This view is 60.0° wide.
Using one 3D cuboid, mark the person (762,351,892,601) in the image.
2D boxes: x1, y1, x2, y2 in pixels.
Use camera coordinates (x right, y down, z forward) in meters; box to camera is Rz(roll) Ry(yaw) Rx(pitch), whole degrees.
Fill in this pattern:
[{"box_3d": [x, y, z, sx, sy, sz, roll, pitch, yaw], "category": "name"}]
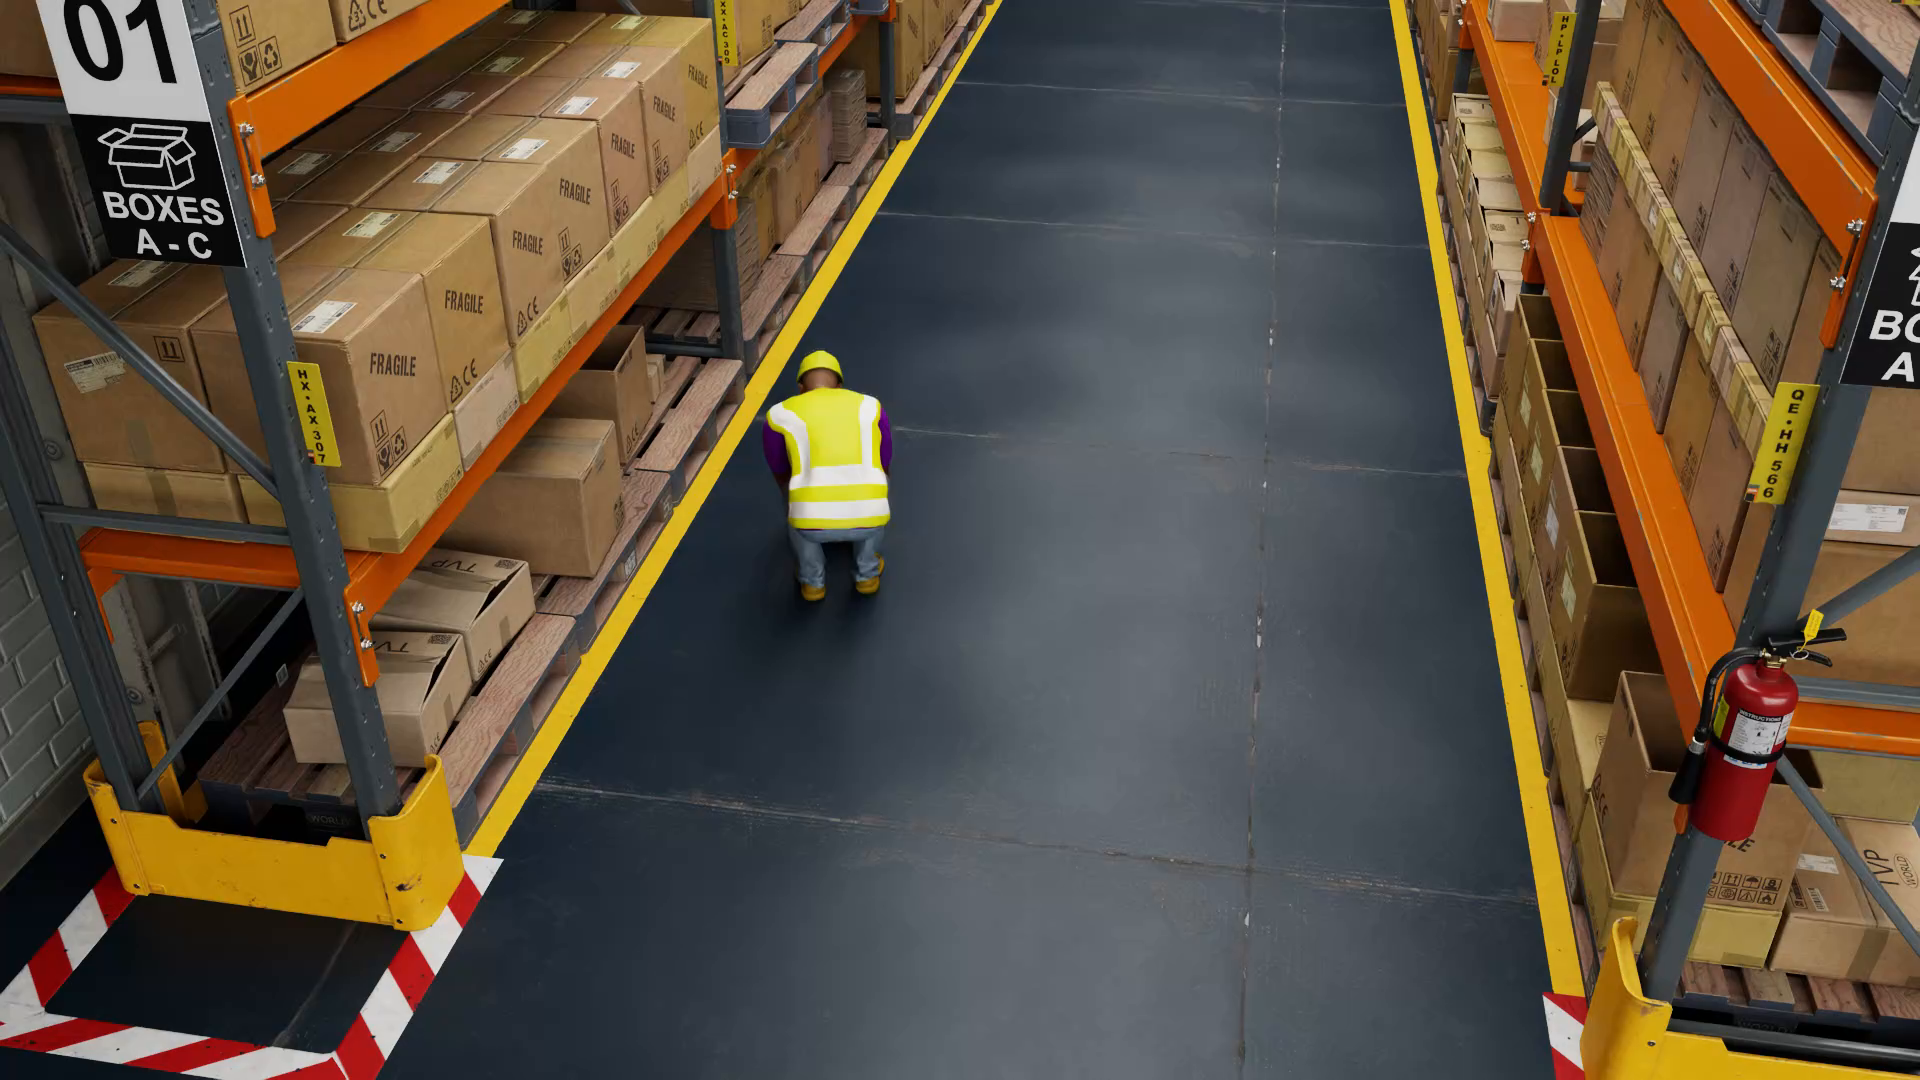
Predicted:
[{"box_3d": [-0.579, -0.264, 7.328, 0.567, 0.926, 0.897, -2, 32, -3], "category": "person"}]
